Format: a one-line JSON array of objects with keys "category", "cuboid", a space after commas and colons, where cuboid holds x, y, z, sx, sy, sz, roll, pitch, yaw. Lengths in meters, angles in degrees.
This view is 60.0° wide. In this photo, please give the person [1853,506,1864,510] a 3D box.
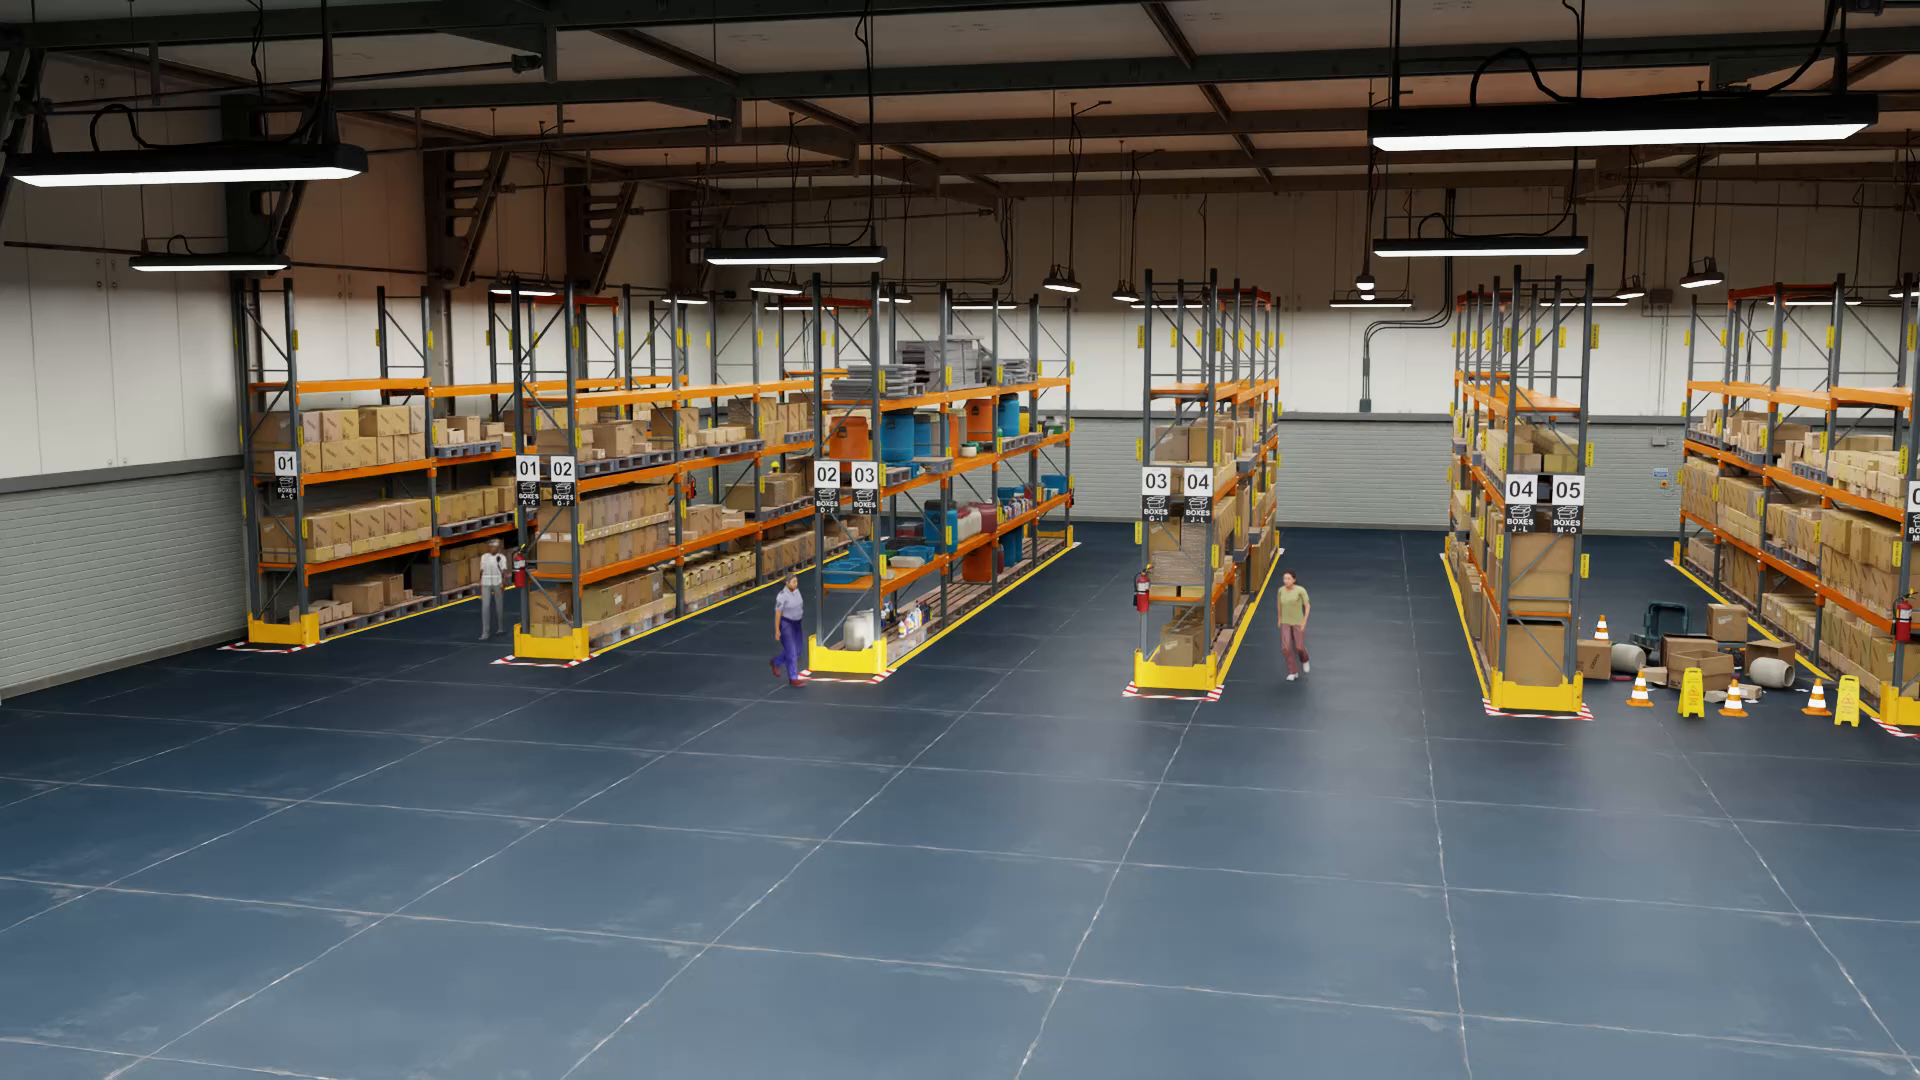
[{"category": "person", "cuboid": [20.251, -0.314, 37.297, 0.628, 1.665, 0.492, 1, 7, 12]}]

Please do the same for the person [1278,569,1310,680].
[{"category": "person", "cuboid": [4.989, 1.232, 24.762, 0.508, 1.644, 0.647, 4, 8, 29]}]

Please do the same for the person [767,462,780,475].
[{"category": "person", "cuboid": [-4.935, -1.206, 44.359, 0.448, 1.767, 0.604, 2, 7, 16]}]

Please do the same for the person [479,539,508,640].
[{"category": "person", "cuboid": [-7.929, 0.821, 28.228, 0.477, 1.670, 0.744, -1, 7, -10]}]

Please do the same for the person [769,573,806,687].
[{"category": "person", "cuboid": [-2.509, 1.279, 24.323, 0.824, 1.617, 0.514, 4, 8, 32]}]
